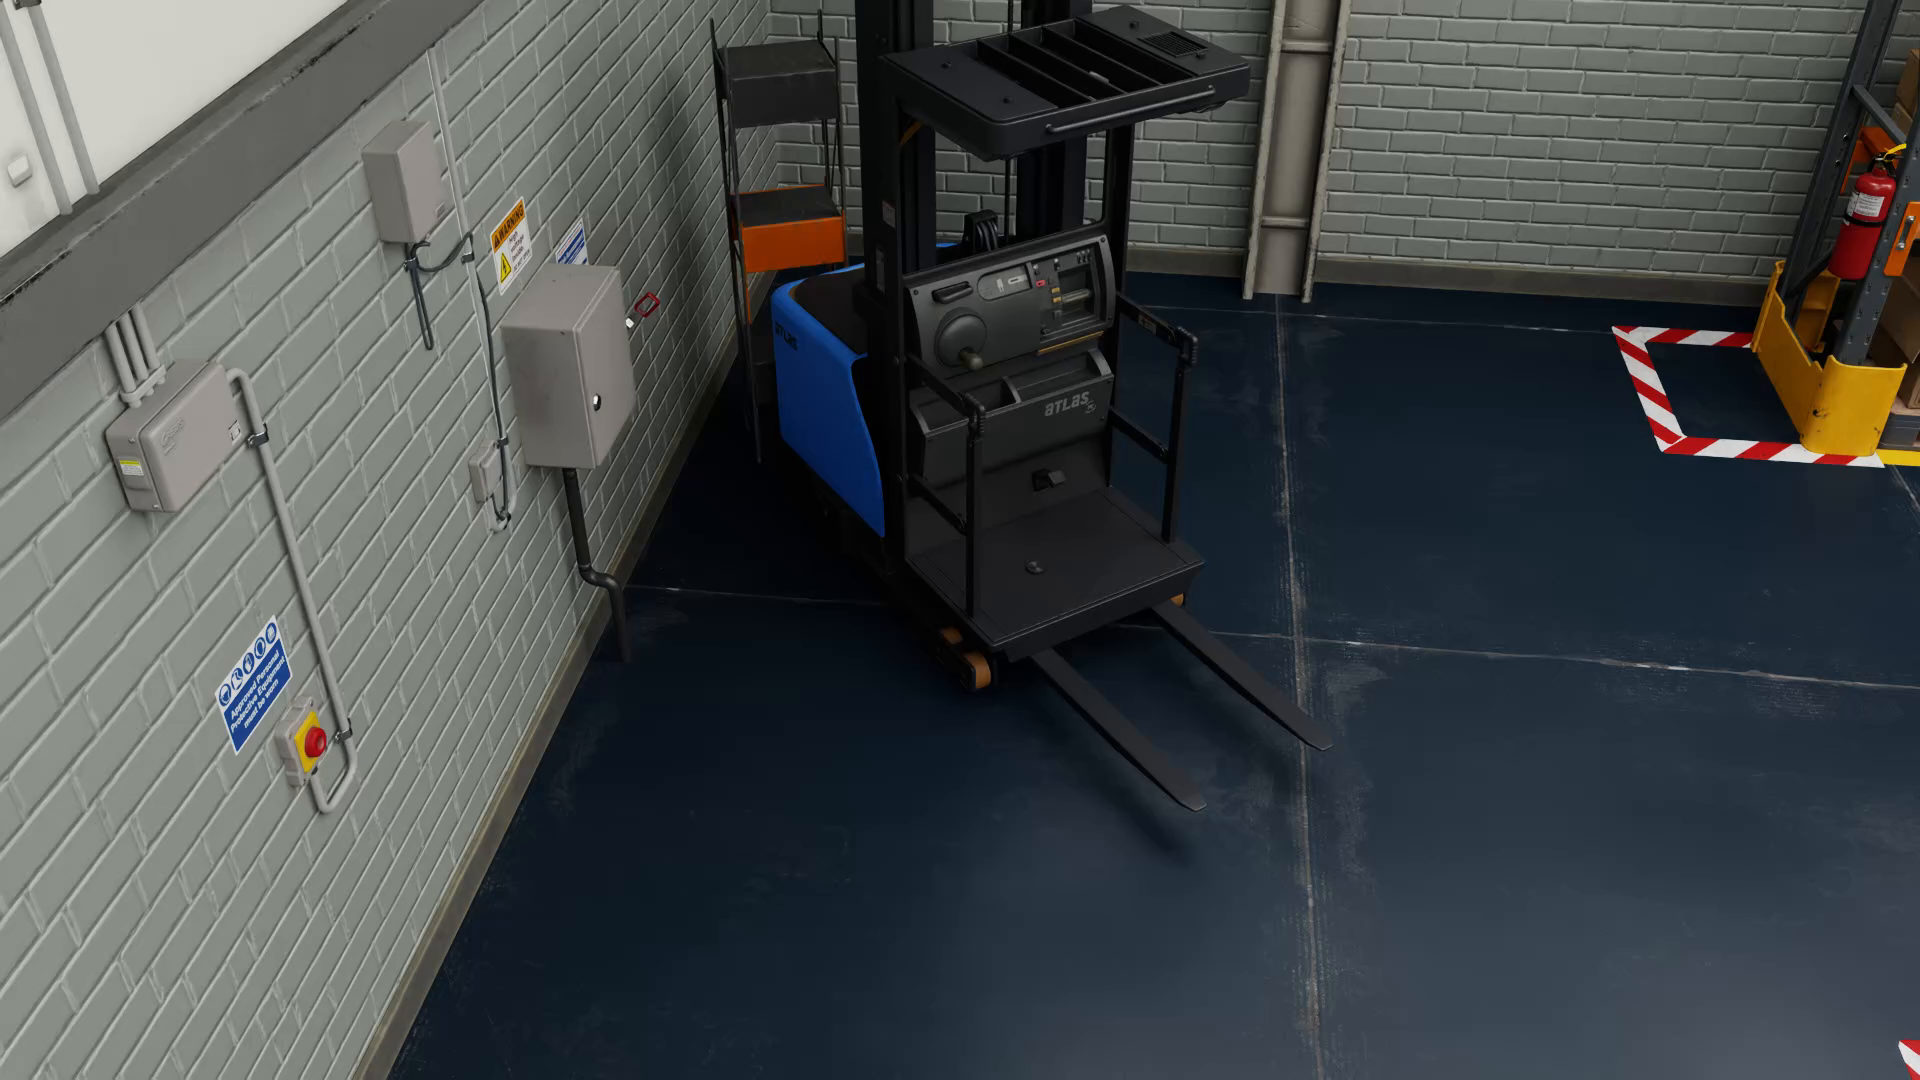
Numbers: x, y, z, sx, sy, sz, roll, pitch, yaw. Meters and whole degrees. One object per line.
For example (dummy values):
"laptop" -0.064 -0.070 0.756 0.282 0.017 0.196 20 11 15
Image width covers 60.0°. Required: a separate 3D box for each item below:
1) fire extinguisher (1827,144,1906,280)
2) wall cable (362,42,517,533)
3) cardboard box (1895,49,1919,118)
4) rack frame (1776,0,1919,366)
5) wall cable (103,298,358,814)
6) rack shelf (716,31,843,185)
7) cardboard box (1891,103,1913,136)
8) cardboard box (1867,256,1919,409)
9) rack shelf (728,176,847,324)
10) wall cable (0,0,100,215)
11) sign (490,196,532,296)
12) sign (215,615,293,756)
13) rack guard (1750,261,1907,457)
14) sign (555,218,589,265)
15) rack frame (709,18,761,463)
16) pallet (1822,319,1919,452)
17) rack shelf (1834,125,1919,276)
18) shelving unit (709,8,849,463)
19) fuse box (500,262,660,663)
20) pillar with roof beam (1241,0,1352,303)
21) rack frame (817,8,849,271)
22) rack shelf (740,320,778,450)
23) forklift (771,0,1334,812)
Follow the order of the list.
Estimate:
"fire extinguisher" 4.221 -1.550 7.727 0.183 0.674 0.296 4 36 6
"wall cable" -1.629 -0.763 5.363 0.122 1.984 0.588 4 36 6
"cardboard box" 4.916 -2.167 8.078 0.500 0.250 0.500 5 36 7
"rack frame" 4.426 -1.988 7.954 0.127 3.000 1.000 4 36 6
"wall cable" -1.798 0.042 4.208 0.123 1.953 0.585 4 36 6
"rack shelf" -0.818 -1.950 7.493 0.480 0.518 0.431 -9 37 -13
"cardboard box" 4.789 -2.016 8.209 0.250 0.149 0.380 4 36 5
"cardboard box" 5.021 -1.043 8.417 0.637 0.503 0.797 3 36 4
"rack shelf" -0.818 -1.380 7.899 0.480 0.518 0.431 -9 37 -13
"wall cable" -1.880 -1.829 2.566 0.029 3.000 0.463 4 36 6
"sign" -1.598 -1.051 5.930 0.001 0.242 0.339 4 36 6
"sign" -1.865 0.381 4.401 0.001 0.218 0.327 4 36 6
"rack guard" 4.502 -0.965 8.672 0.348 0.500 1.175 4 36 6
"sign" -1.528 -0.993 6.641 0.001 0.494 0.329 4 36 6
"rack frame" -1.053 -1.353 7.838 0.015 2.100 0.400 -9 37 -13
"pallet" 5.293 -0.789 8.674 1.213 0.211 1.003 4 36 6
"rack shelf" 6.410 -1.548 7.956 4.000 0.370 1.077 4 36 6
"shelving unit" -0.818 -1.391 7.891 0.503 2.100 0.431 -9 37 -13
"fuse box" -1.386 -0.207 6.567 0.414 1.711 0.539 4 36 6
"pillar with roof beam" 1.318 -2.669 3.743 0.400 9.000 9.100 4 36 6
"rack frame" -0.582 -1.429 7.945 0.015 2.100 0.400 -9 37 -13
"rack shelf" -0.818 -0.810 8.306 0.480 0.518 0.431 -9 37 -13
"forklift" 0.332 -0.882 6.462 1.130 2.935 3.031 -20 40 -25
